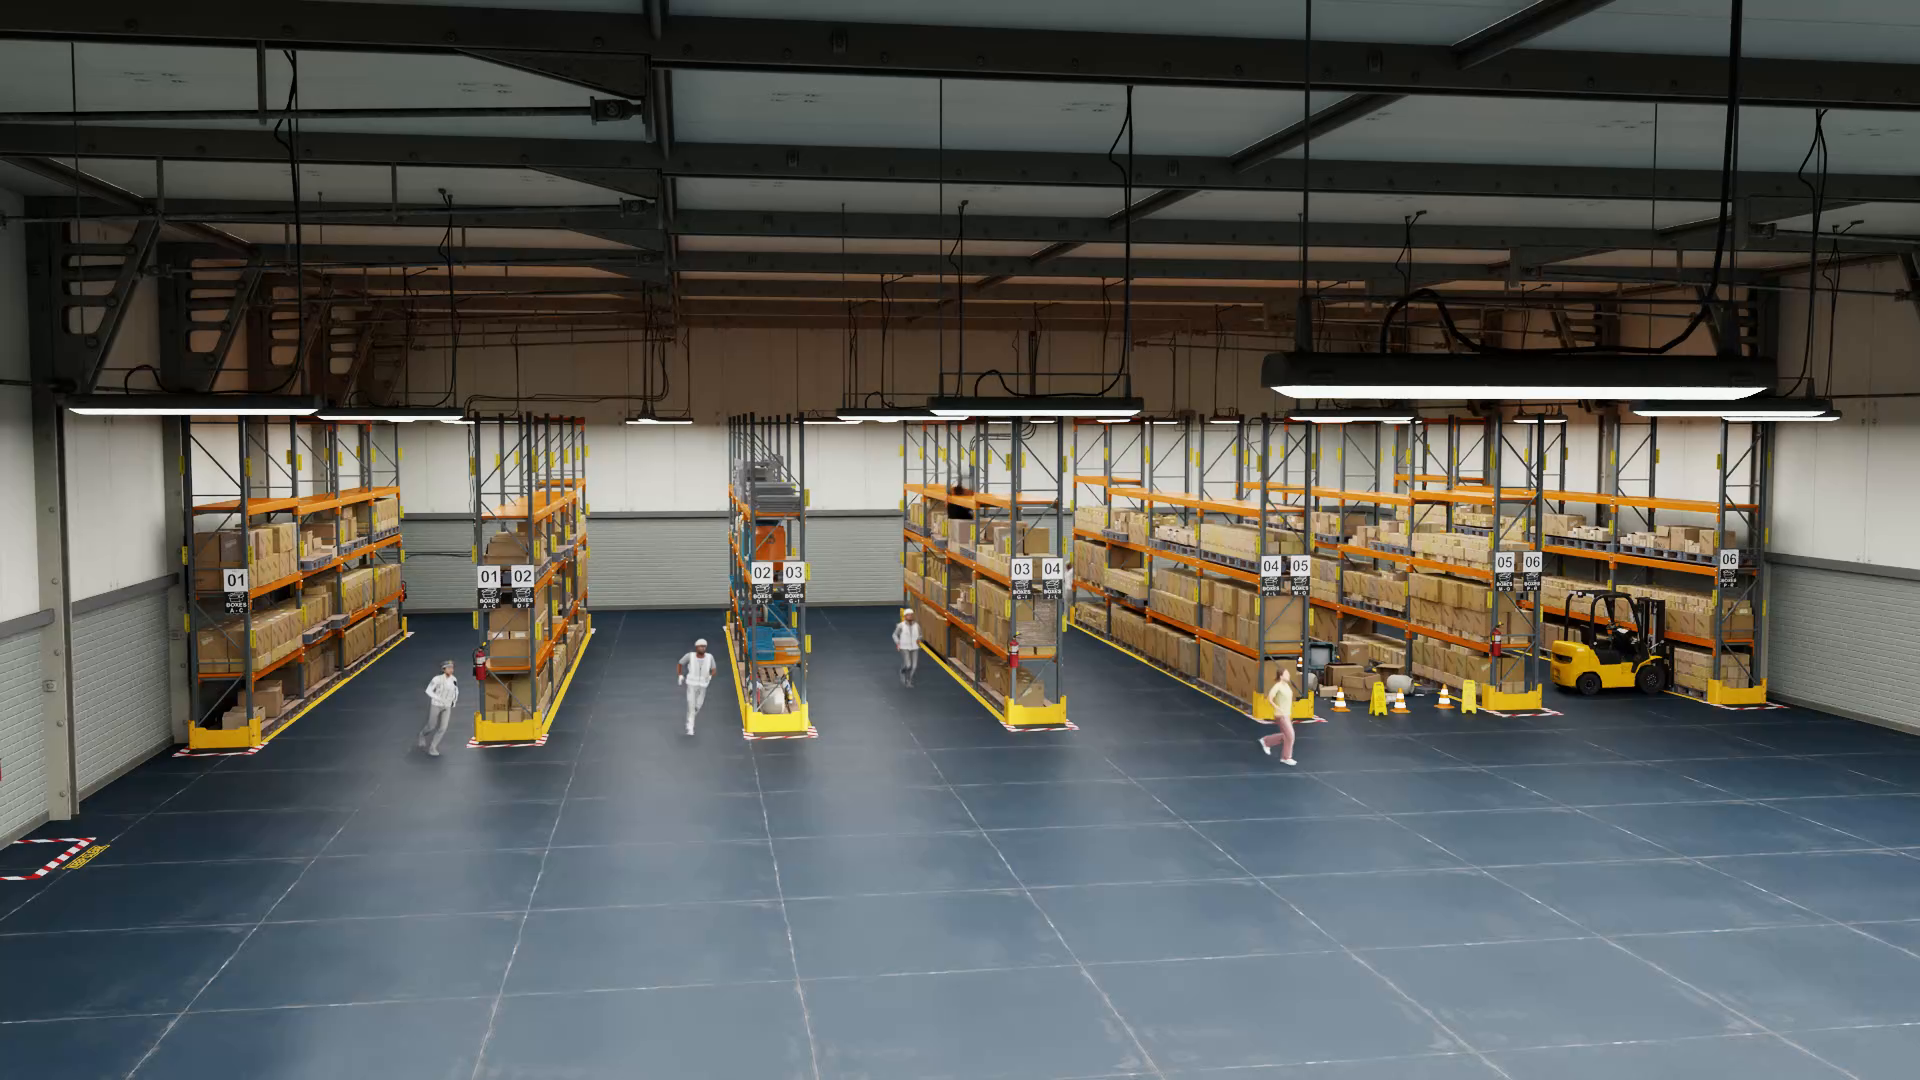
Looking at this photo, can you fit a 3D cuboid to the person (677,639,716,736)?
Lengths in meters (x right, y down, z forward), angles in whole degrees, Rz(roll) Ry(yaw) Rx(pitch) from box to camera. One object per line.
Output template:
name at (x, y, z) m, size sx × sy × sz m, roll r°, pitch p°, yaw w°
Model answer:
person at (-4.935, 2.728, 31.230) m, size 0.732 × 1.754 × 0.911 m, roll -2°, pitch 4°, yaw -22°

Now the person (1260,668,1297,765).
person at (5.433, 2.983, 28.383) m, size 0.714 × 1.642 × 0.599 m, roll 3°, pitch 5°, yaw 35°

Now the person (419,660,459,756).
person at (-9.133, 2.923, 29.334) m, size 0.647 × 1.634 × 0.791 m, roll -3°, pitch 5°, yaw -38°

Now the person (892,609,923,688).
person at (-1.093, 2.359, 36.103) m, size 0.652 × 1.724 × 0.571 m, roll -1°, pitch 4°, yaw -19°

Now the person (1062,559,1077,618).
person at (3.332, 1.467, 49.765) m, size 0.905 × 1.786 × 0.765 m, roll -1°, pitch 4°, yaw -16°
